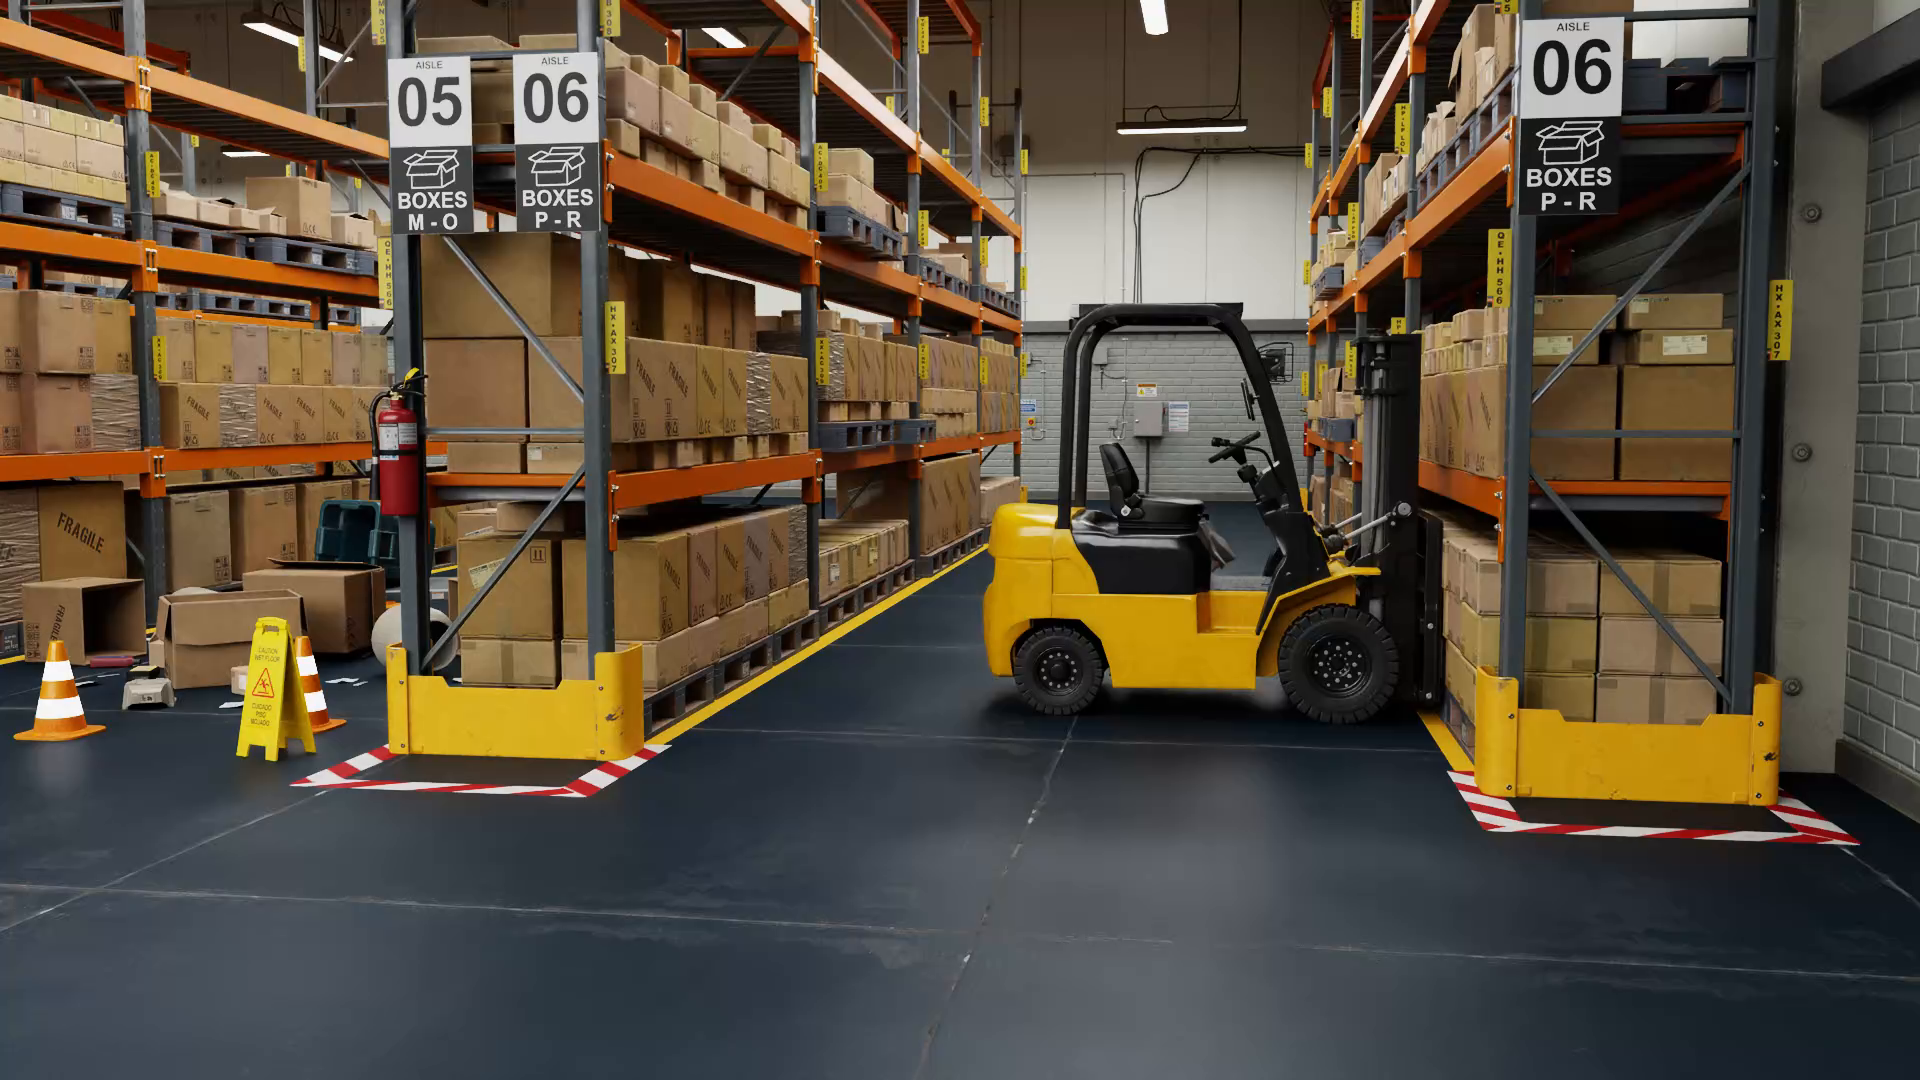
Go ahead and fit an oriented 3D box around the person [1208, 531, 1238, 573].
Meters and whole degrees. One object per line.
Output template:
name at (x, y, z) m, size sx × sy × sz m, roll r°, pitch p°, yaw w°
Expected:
person at (1.352, 0.363, 10.738) m, size 0.864 × 0.847 × 0.478 m, roll 1°, pitch 5°, yaw 9°
